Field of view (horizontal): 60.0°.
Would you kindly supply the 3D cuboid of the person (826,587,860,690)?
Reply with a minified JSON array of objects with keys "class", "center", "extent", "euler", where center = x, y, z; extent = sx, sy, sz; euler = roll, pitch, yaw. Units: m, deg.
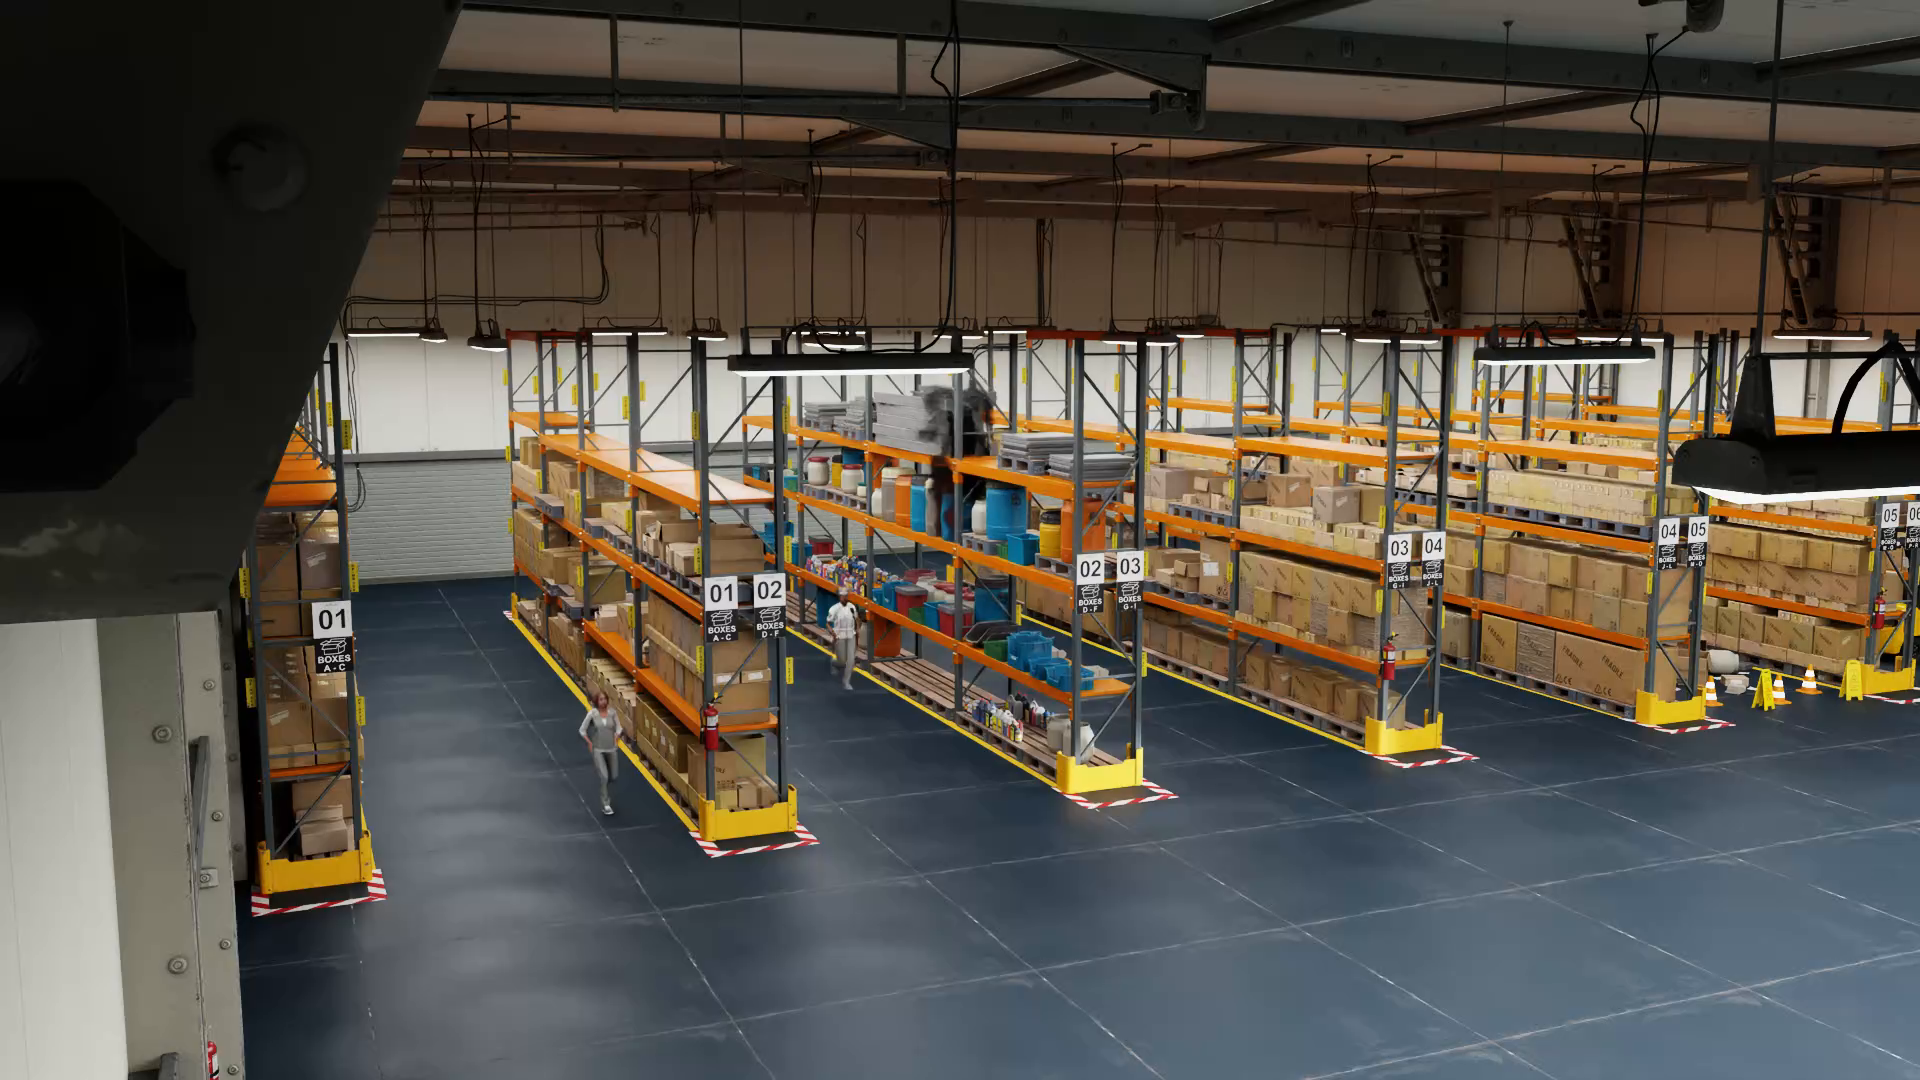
[{"class":"person","center":[-1.870,1.568,26.910],"extent":[0.593,1.652,0.672],"euler":[-3,8,-23]}]

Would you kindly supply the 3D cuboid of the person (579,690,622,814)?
[{"class":"person","center":[-4.575,2.683,21.240],"extent":[0.541,1.552,0.666],"euler":[-4,9,-26]}]
